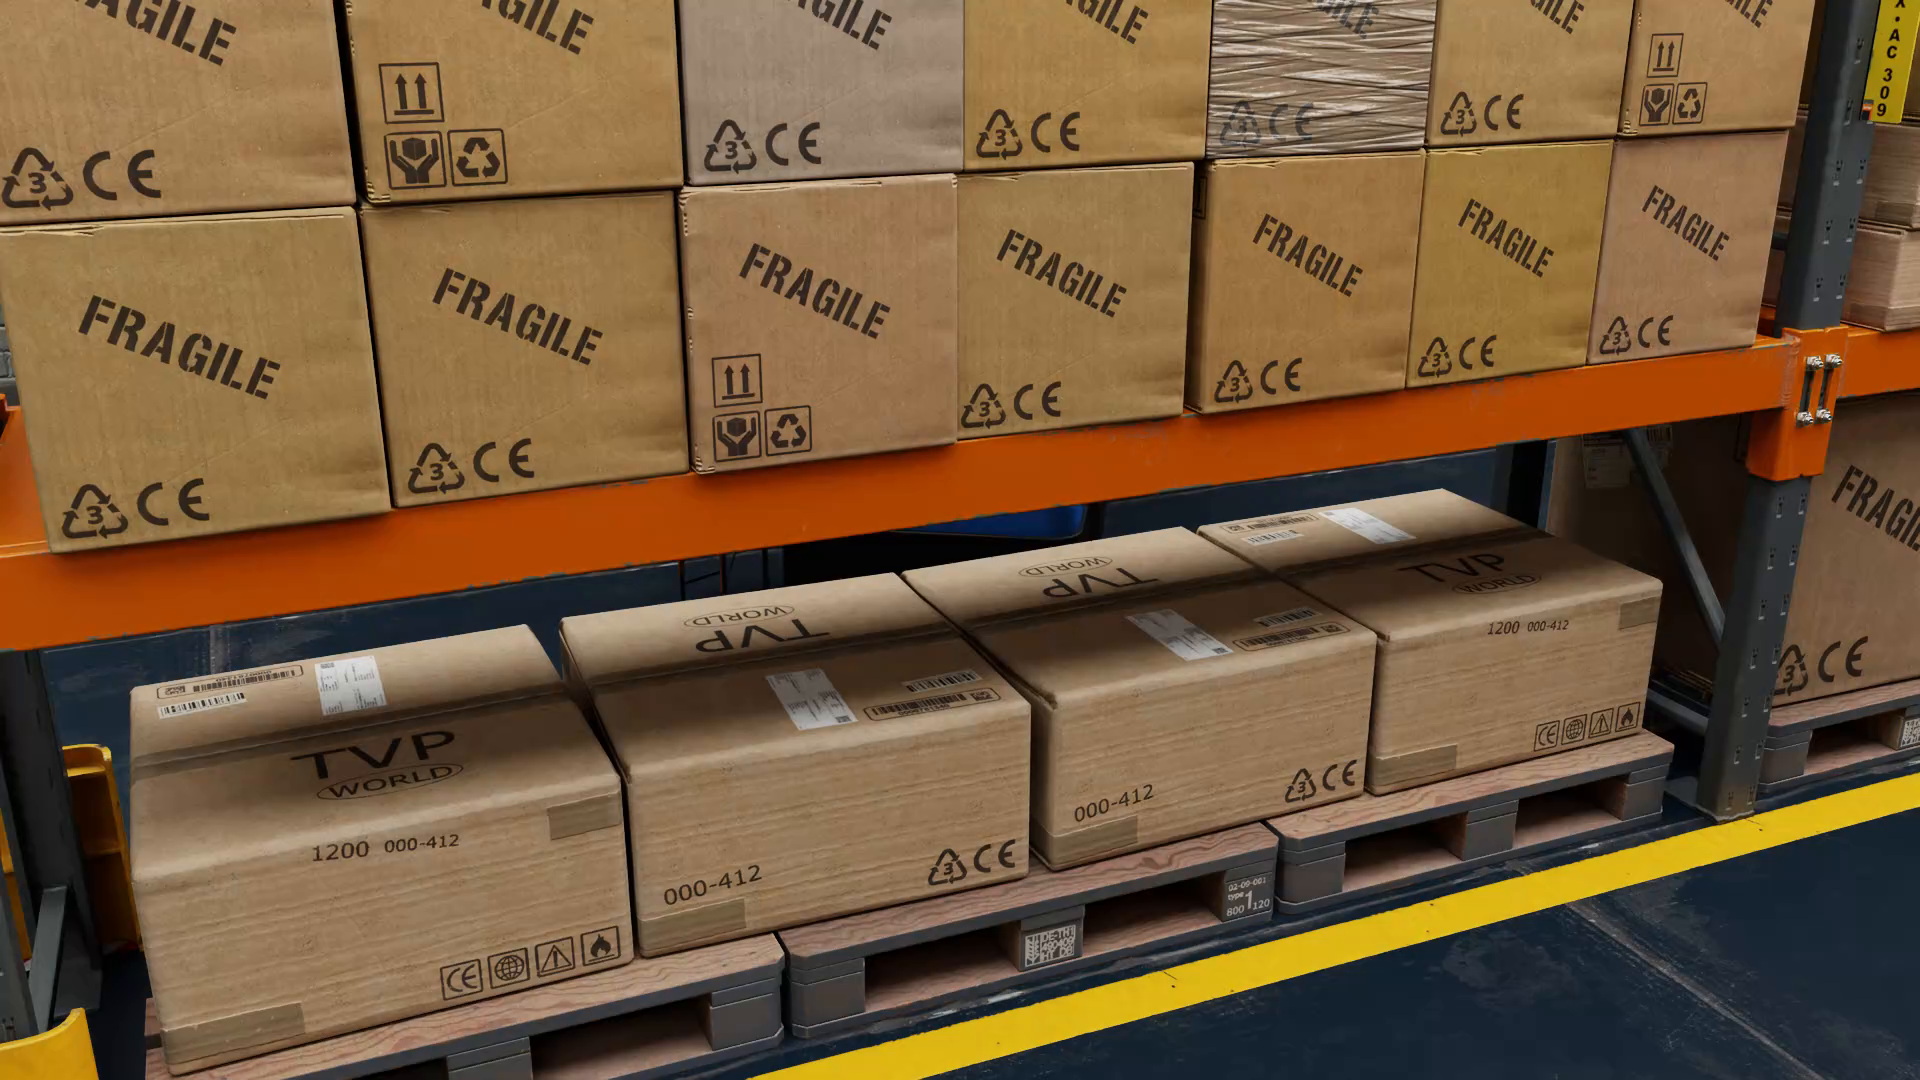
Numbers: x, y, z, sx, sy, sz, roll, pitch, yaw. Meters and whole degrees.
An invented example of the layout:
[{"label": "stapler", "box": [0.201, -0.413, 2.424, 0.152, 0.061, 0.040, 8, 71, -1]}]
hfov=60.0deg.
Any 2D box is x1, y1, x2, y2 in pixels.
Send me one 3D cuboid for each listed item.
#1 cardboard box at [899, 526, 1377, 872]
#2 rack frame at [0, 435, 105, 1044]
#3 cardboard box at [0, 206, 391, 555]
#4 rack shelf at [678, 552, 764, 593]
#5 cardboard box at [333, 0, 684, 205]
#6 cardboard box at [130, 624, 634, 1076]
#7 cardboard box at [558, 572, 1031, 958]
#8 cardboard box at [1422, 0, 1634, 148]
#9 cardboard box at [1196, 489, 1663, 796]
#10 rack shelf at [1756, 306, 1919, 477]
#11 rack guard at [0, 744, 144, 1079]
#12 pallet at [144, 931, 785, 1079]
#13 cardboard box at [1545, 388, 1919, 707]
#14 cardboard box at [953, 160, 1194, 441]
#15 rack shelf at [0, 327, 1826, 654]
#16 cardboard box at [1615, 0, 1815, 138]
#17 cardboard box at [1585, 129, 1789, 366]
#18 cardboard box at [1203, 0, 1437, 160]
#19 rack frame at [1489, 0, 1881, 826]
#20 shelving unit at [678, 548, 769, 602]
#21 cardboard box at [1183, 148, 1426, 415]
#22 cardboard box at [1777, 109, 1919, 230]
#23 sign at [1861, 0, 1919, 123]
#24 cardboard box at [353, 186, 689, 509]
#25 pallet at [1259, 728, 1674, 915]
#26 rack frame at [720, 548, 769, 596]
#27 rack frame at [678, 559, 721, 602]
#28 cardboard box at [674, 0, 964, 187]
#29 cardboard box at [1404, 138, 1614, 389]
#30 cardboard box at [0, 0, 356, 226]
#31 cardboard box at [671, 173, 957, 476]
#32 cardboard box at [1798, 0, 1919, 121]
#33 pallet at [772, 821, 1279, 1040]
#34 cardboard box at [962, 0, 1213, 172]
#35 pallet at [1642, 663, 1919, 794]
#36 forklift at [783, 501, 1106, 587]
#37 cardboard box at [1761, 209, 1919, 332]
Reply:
[{"label": "cardboard box", "box": [0.418, 0.356, 4.220, 0.875, 0.438, 0.875, -9, 21, -24]}, {"label": "rack frame", "box": [-1.814, -0.296, 2.847, 0.127, 3.000, 1.000, -8, 21, -22]}, {"label": "cardboard box", "box": [-1.260, -0.319, 2.761, 0.500, 0.500, 0.500, -8, 21, -22]}, {"label": "rack shelf", "box": [-0.829, 0.007, 5.789, 0.240, 0.259, 0.215, 18, 26, 41]}, {"label": "cardboard box", "box": [-0.789, -0.861, 2.796, 0.500, 0.500, 0.500, -9, 21, -23]}, {"label": "cardboard box", "box": [-1.248, 0.597, 3.536, 0.875, 0.438, 0.875, -9, 21, -24]}, {"label": "cardboard box", "box": [-0.411, 0.474, 3.885, 0.875, 0.438, 0.875, -8, 21, -20]}, {"label": "cardboard box", "box": [1.066, -1.131, 3.561, 0.500, 0.500, 0.500, -8, 21, -23]}, {"label": "cardboard box", "box": [1.240, 0.238, 4.555, 0.875, 0.438, 0.875, -8, 21, -23]}, {"label": "rack shelf", "box": [3.695, -0.746, 5.208, 4.000, 0.370, 1.077, -8, 21, -22]}, {"label": "rack guard", "box": [-1.836, 0.886, 3.253, 0.348, 0.500, 1.175, -8, 21, -22]}, {"label": "pallet", "box": [-1.111, 0.890, 3.676, 1.213, 0.211, 1.003, -8, 21, -22]}, {"label": "cardboard box", "box": [2.396, -0.124, 4.925, 0.875, 0.875, 0.875, -7, 21, -20]}, {"label": "cardboard box", "box": [0.121, -0.526, 3.350, 0.500, 0.500, 0.500, -7, 21, -20]}, {"label": "rack shelf", "box": [0.022, -0.220, 3.714, 4.000, 0.370, 1.077, -8, 21, -22]}, {"label": "cardboard box", "box": [1.535, -1.195, 3.743, 0.500, 0.500, 0.500, -8, 21, -22]}, {"label": "cardboard box", "box": [1.534, -0.731, 3.930, 0.500, 0.500, 0.500, -8, 21, -21]}, {"label": "cardboard box", "box": [0.602, -1.061, 3.362, 0.500, 0.500, 0.500, -8, 21, -21]}, {"label": "rack frame", "box": [1.859, -0.822, 4.341, 0.127, 3.000, 1.000, -8, 21, -22]}, {"label": "shelving unit", "box": [-0.829, -0.265, 5.693, 0.252, 1.050, 0.215, 18, 26, 41]}, {"label": "cardboard box", "box": [0.608, -0.591, 3.532, 0.500, 0.500, 0.500, -8, 21, -23]}, {"label": "cardboard box", "box": [2.375, -0.959, 4.203, 0.500, 0.250, 0.500, -9, 21, -23]}, {"label": "sign", "box": [2.080, -1.099, 3.704, 0.005, 0.325, 0.100, -8, 21, -22]}, {"label": "cardboard box", "box": [-0.806, -0.394, 2.974, 0.500, 0.500, 0.500, -8, 21, -23]}, {"label": "pallet", "box": [1.130, 0.569, 4.588, 1.213, 0.211, 1.003, -8, 21, -22]}, {"label": "rack frame", "box": [-0.741, -0.236, 5.613, 0.008, 1.050, 0.200, 18, 26, 41]}, {"label": "rack frame", "box": [-0.916, -0.293, 5.773, 0.008, 1.050, 0.200, 18, 26, 41]}, {"label": "cardboard box", "box": [-0.319, -0.931, 2.995, 0.500, 0.500, 0.500, -8, 21, -22]}, {"label": "cardboard box", "box": [1.064, -0.661, 3.733, 0.500, 0.500, 0.500, -9, 21, -23]}, {"label": "cardboard box", "box": [-1.260, -0.791, 2.597, 0.500, 0.500, 0.500, -9, 21, -23]}, {"label": "cardboard box", "box": [-0.332, -0.455, 3.148, 0.500, 0.500, 0.500, -8, 21, -22]}, {"label": "cardboard box", "box": [2.377, -1.311, 4.074, 0.500, 0.500, 0.500, -8, 21, -21]}, {"label": "pallet", "box": [0.008, 0.731, 4.129, 1.213, 0.211, 1.003, -8, 21, -22]}, {"label": "cardboard box", "box": [0.138, -0.997, 3.182, 0.500, 0.500, 0.500, -8, 21, -22]}, {"label": "pallet", "box": [2.537, 0.368, 5.158, 1.213, 0.211, 1.003, -8, 21, -22]}, {"label": "forklift", "box": [0.092, -1.610, 6.681, 1.130, 2.935, 3.031, 3, 20, 7]}, {"label": "cardboard box", "box": [2.367, -0.729, 4.302, 0.500, 0.250, 0.500, -9, 21, -23]}]
